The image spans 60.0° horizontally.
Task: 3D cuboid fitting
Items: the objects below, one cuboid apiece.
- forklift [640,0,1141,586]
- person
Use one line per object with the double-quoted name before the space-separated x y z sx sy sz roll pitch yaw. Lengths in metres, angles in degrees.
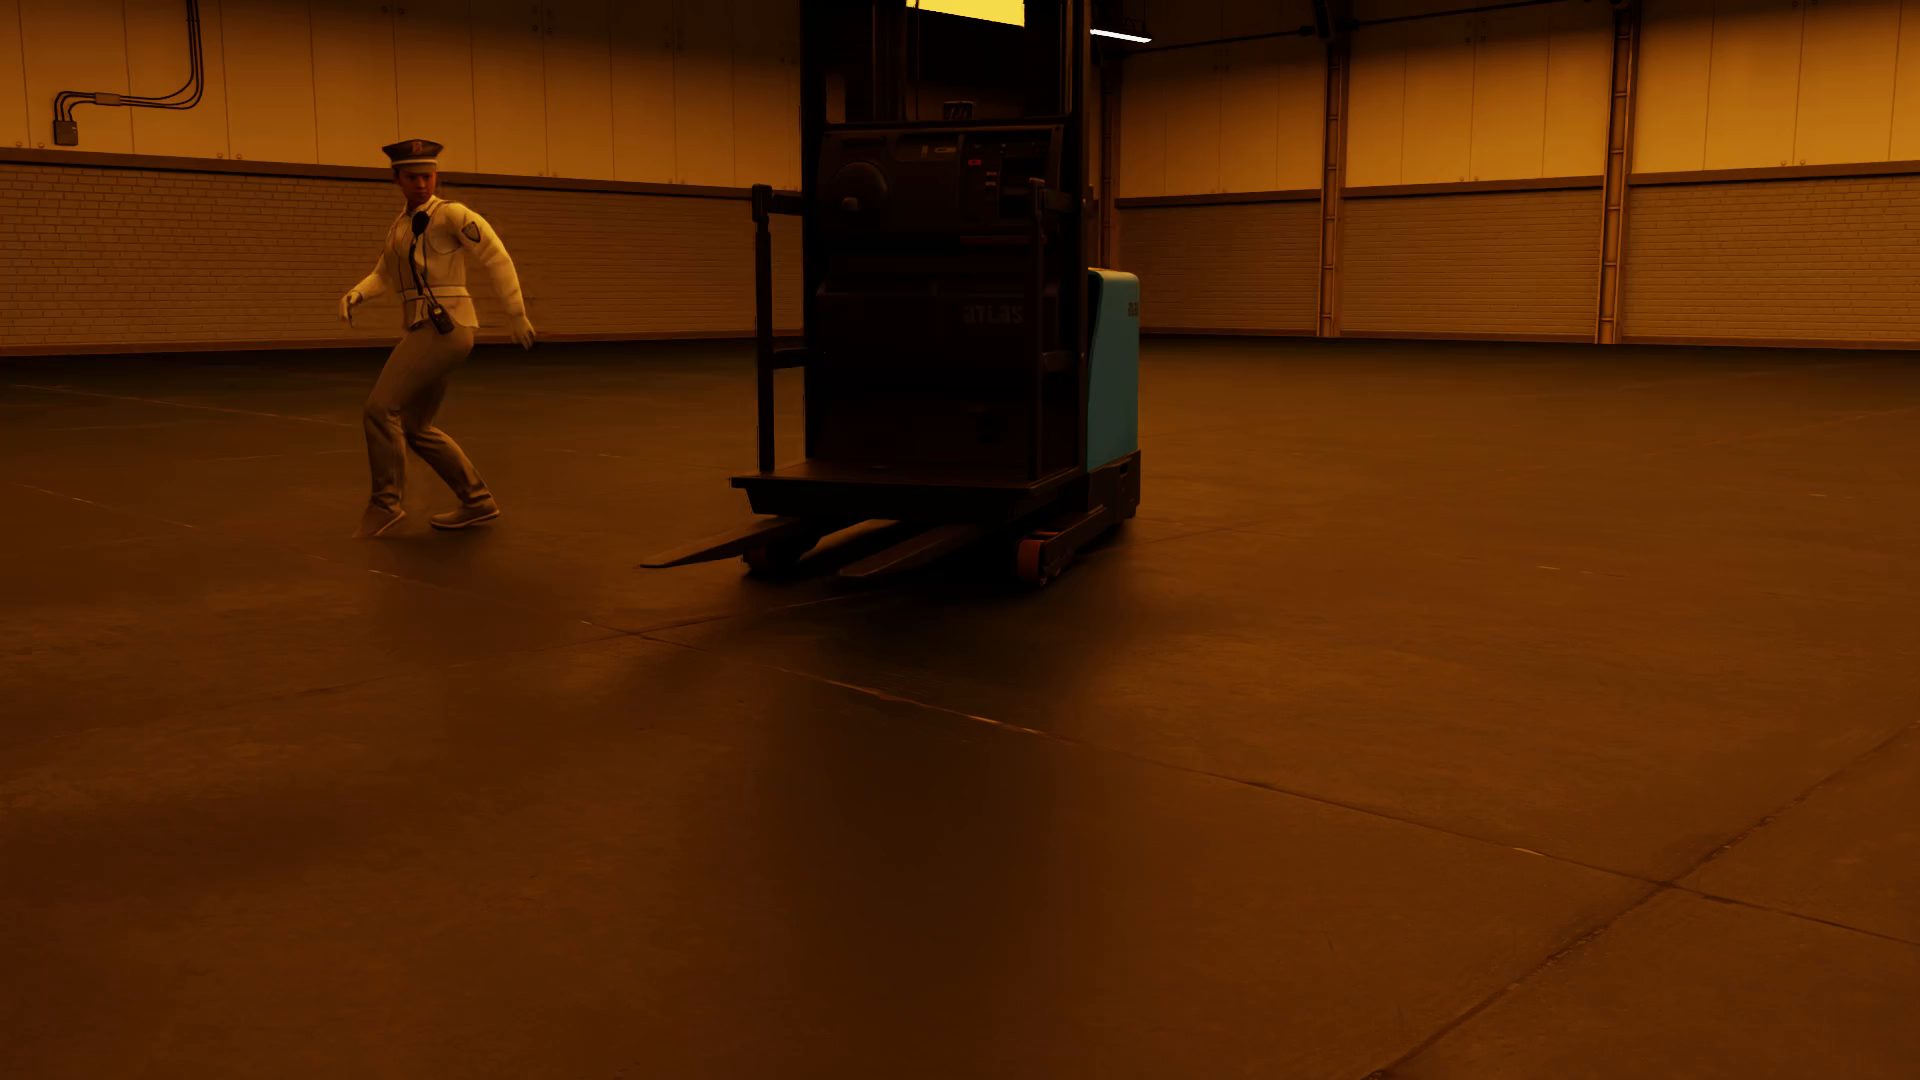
"forklift" -0.140 -1.357 5.885 1.130 2.935 3.031 3 9 17
"person" -2.196 -0.806 6.898 0.783 1.666 0.549 -4 10 -27
